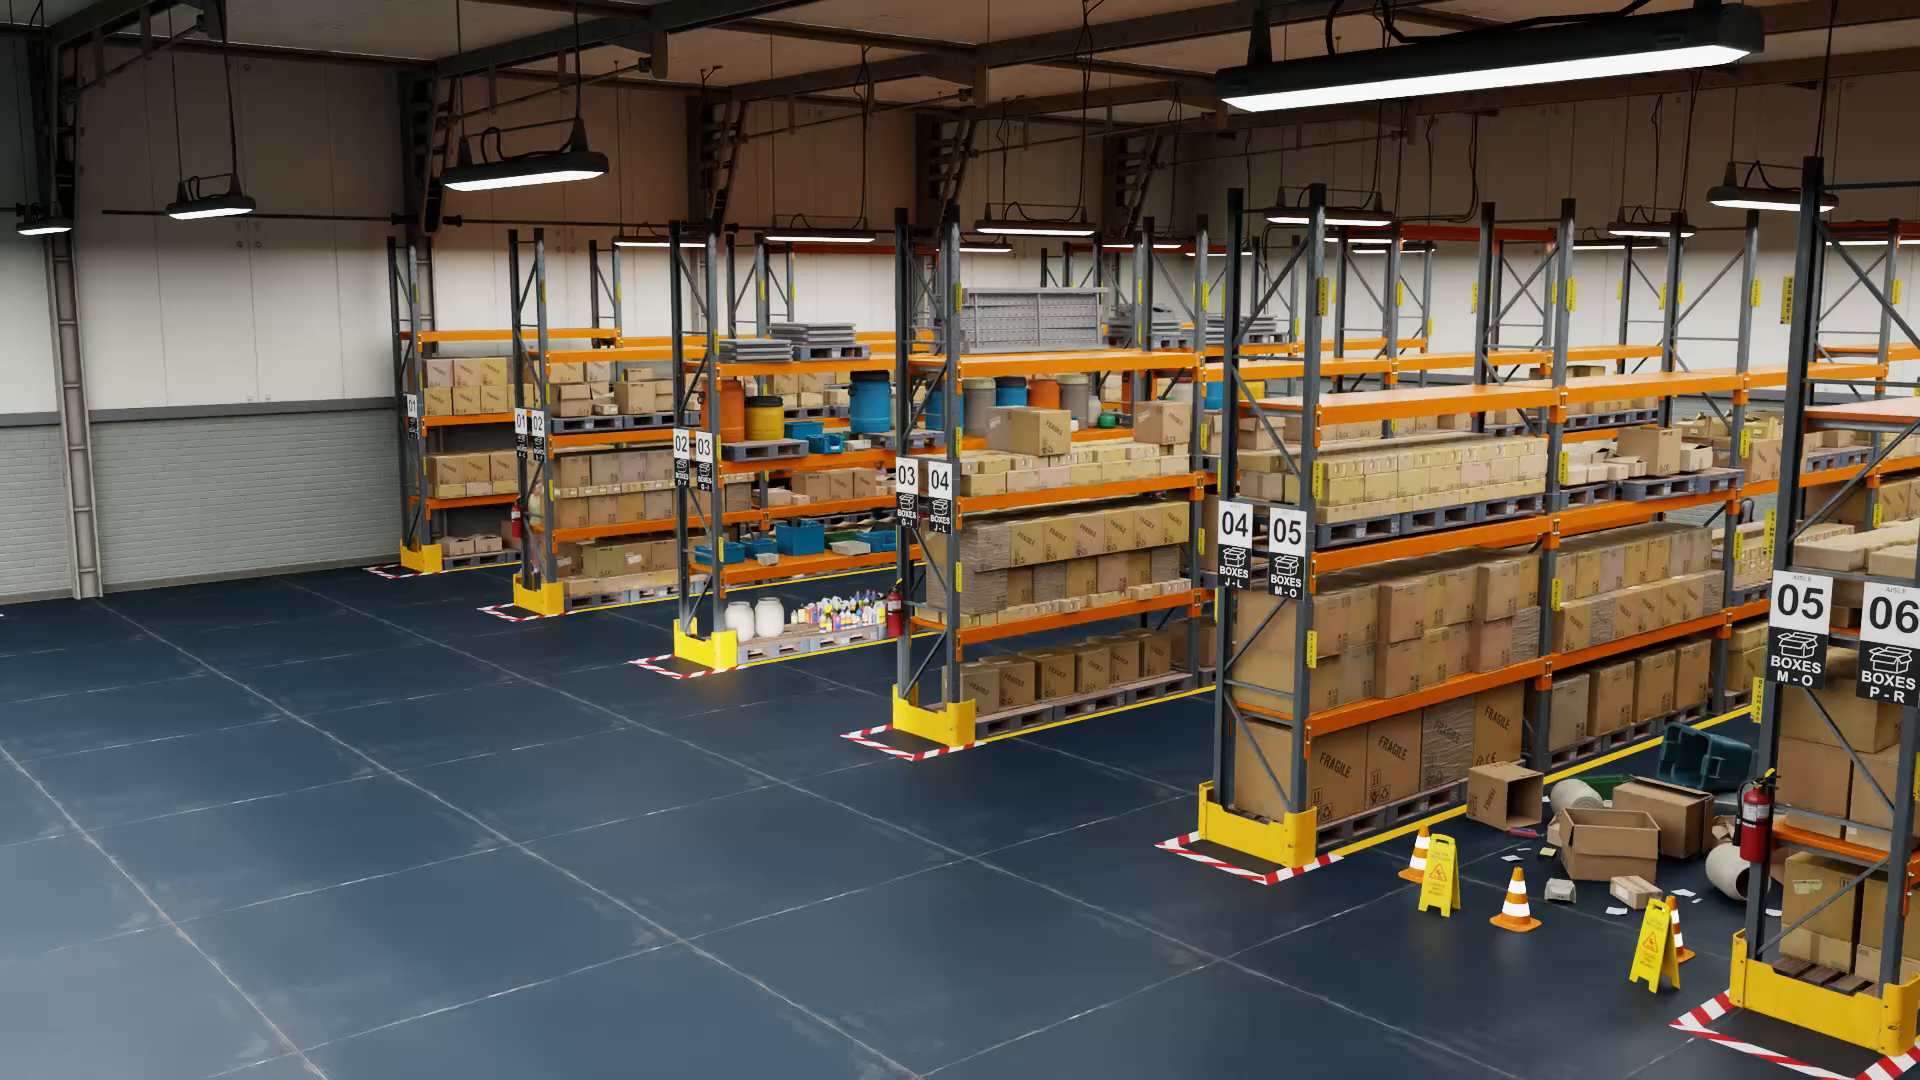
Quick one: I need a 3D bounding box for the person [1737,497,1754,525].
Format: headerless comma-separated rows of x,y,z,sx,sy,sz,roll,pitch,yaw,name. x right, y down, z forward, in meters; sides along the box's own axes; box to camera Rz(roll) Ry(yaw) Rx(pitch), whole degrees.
13.706,-0.141,29.112,0.948,1.698,0.562,5,10,31,person

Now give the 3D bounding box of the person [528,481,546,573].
-7.603,-0.250,29.980,0.549,1.672,0.468,-2,9,-11,person

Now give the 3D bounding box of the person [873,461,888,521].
-1.662,-0.925,34.555,0.431,1.611,0.403,-6,11,-34,person
